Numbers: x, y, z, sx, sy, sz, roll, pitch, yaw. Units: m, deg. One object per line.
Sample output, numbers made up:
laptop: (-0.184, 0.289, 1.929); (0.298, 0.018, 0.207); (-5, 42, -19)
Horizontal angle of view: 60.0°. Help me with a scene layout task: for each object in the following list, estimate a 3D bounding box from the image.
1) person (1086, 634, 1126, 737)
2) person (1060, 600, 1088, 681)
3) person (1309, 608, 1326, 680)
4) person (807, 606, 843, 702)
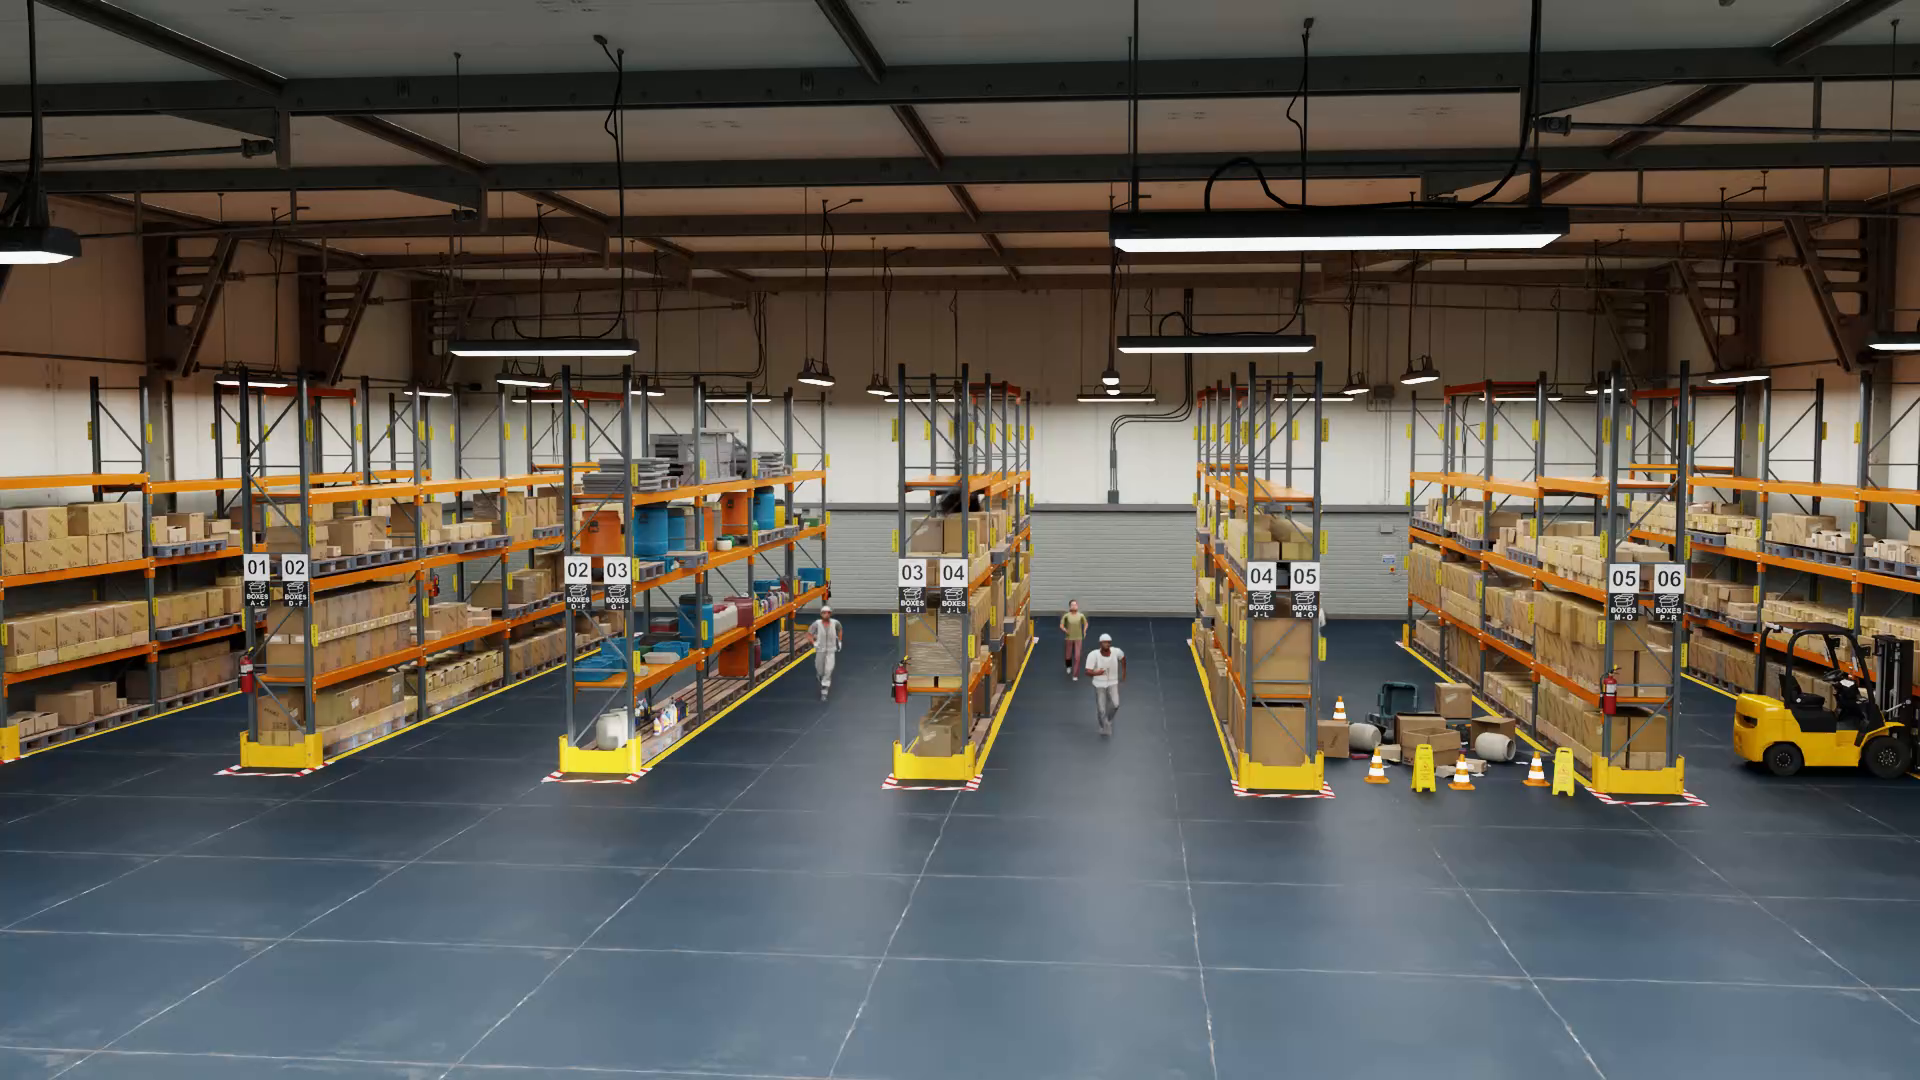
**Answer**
person: (2.402, 2.373, 27.165); (0.740, 1.709, 0.774); (-1, 4, -9)
person: (2.317, 2.022, 33.736); (0.588, 1.628, 0.758); (0, 4, 1)
person: (6.970, 1.996, 33.138); (0.640, 1.835, 0.908); (0, 4, 4)
person: (-2.542, 2.111, 31.345); (0.683, 1.772, 0.969); (-1, 4, -10)
